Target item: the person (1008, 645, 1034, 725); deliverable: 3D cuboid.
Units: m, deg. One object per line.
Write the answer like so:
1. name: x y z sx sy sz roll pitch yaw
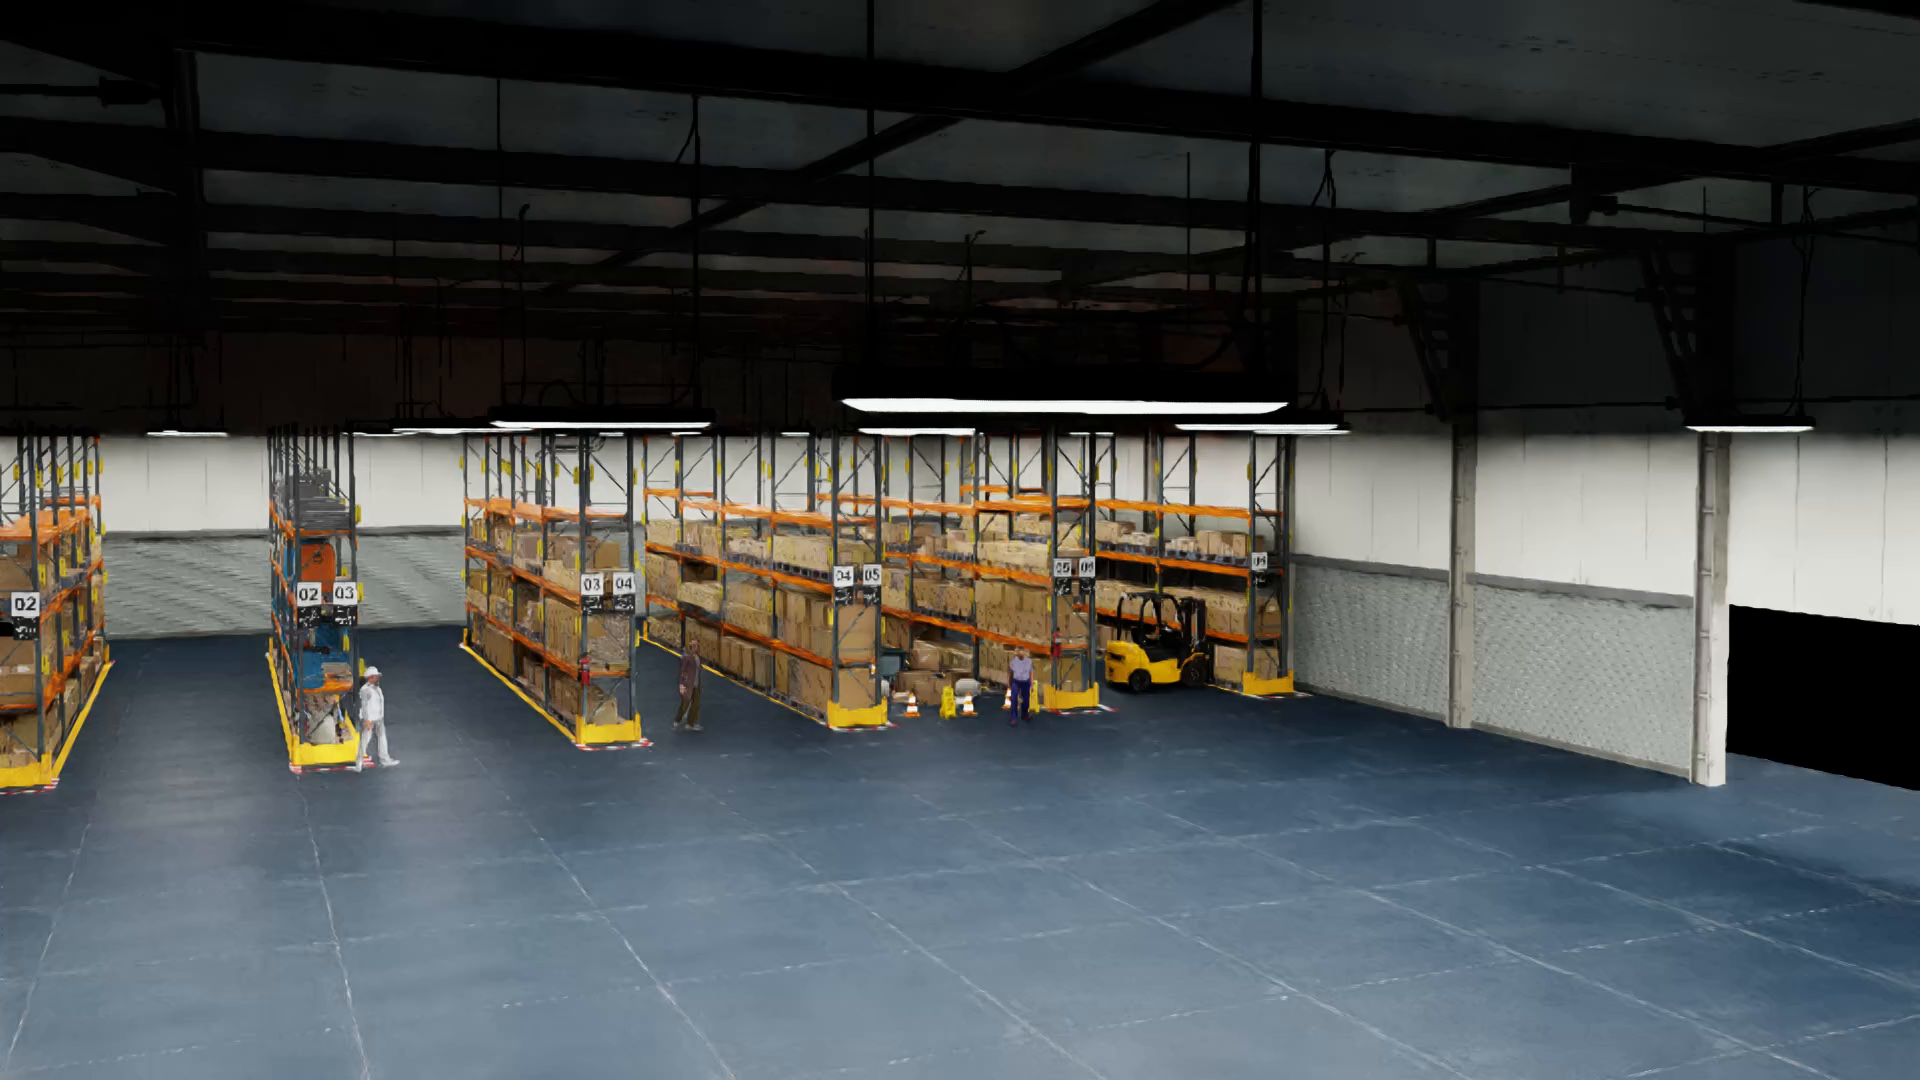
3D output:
1. person: 1.231 2.900 33.360 0.527 1.571 0.946 0 3 -1

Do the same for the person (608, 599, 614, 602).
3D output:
1. person: -9.688 2.083 46.565 0.450 1.584 0.520 -2 4 -32

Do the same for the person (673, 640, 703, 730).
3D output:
1. person: -5.363 2.840 32.732 0.613 1.761 0.622 2 4 32

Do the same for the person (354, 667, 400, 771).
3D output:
1. person: -10.146 3.067 28.782 0.562 1.765 0.737 1 4 12
